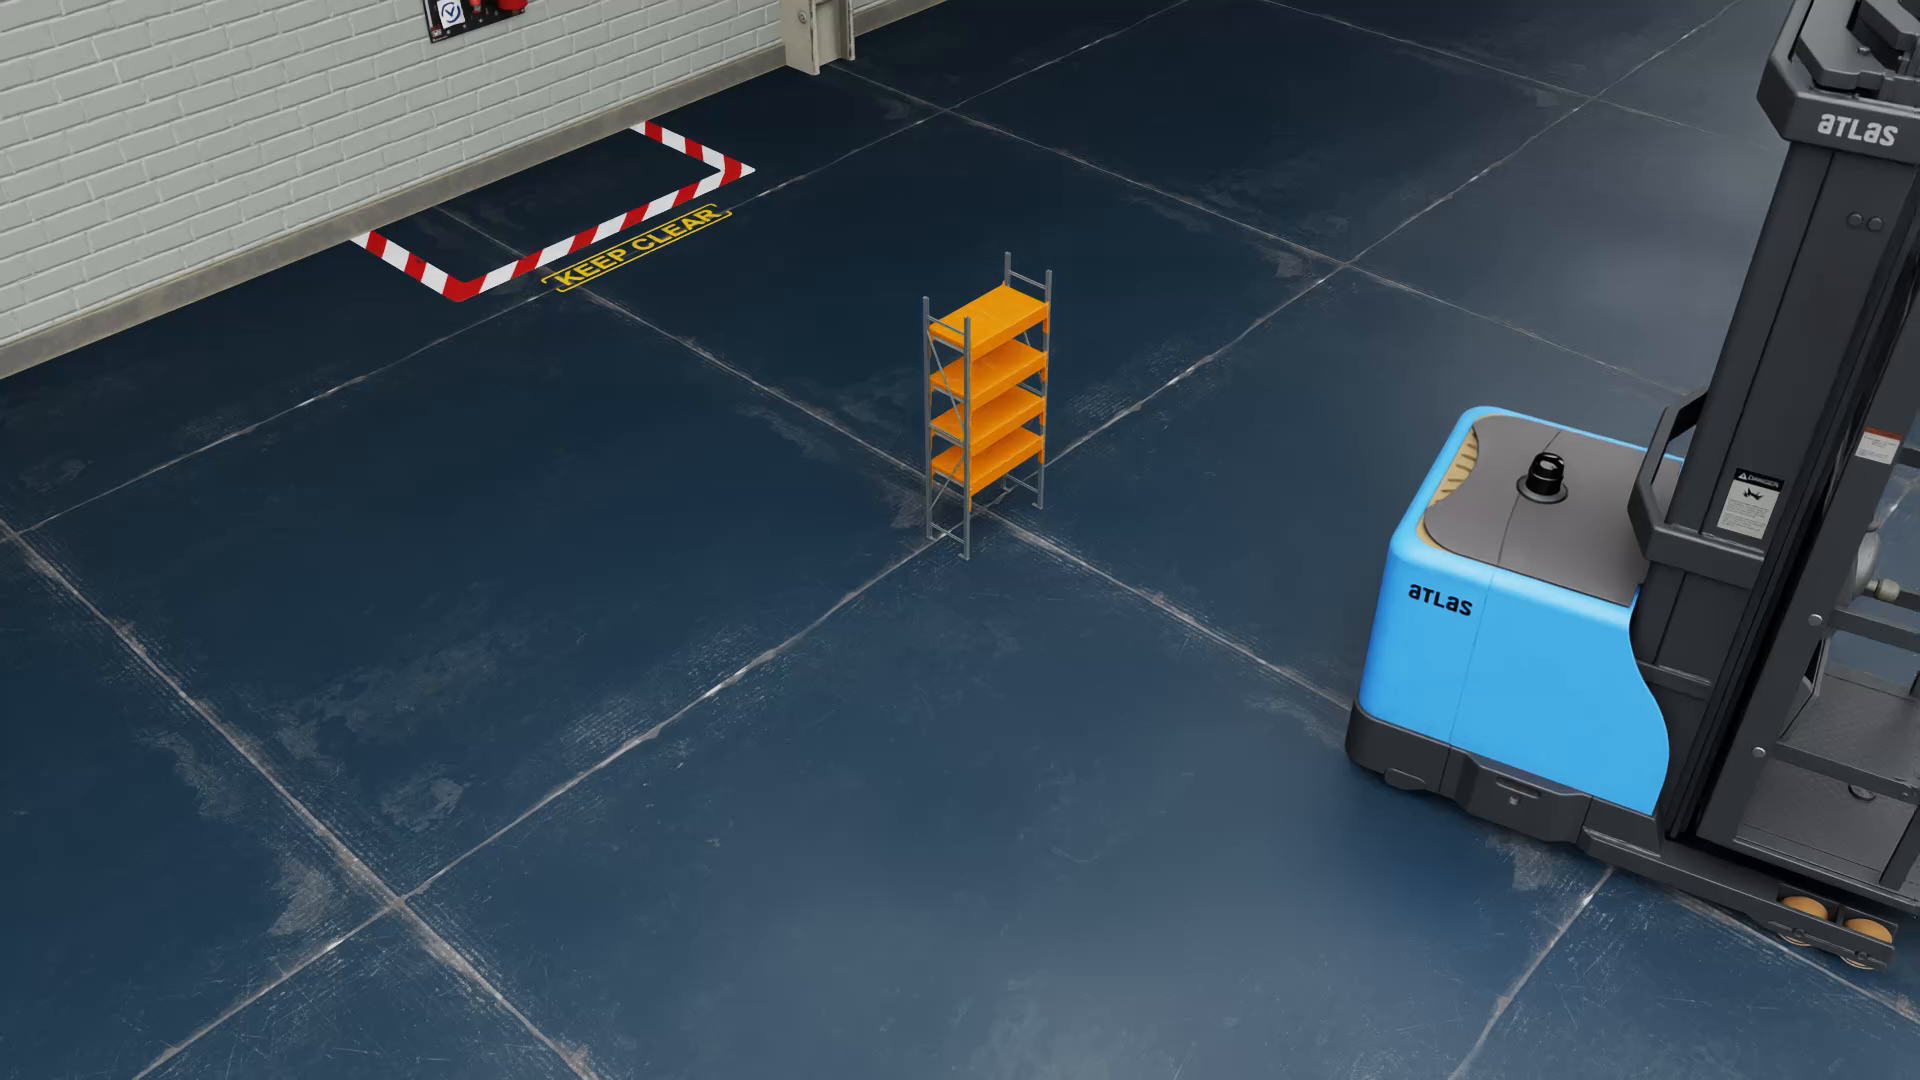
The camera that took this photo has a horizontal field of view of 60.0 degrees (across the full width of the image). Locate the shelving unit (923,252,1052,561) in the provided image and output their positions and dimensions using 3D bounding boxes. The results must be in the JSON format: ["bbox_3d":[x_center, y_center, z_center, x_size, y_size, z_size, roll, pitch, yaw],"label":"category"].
[{"bbox_3d":[0.112,-0.546,6.972,0.258,1.200,0.503,30,47,32],"label":"shelving unit"}]

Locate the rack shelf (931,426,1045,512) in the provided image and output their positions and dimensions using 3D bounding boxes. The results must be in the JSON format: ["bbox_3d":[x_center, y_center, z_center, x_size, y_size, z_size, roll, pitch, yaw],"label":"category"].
[{"bbox_3d":[0.112,-0.338,7.138,0.258,0.148,0.480,30,47,32],"label":"rack shelf"}]

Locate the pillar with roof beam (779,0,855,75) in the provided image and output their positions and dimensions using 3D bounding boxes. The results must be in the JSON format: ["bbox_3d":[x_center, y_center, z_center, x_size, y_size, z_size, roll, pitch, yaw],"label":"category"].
[{"bbox_3d":[2.217,-4.991,6.297,9.100,9.000,0.400,30,47,32],"label":"pillar with roof beam"}]

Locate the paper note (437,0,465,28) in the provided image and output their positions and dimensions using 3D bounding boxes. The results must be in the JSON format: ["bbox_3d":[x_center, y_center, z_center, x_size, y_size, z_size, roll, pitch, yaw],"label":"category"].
[{"bbox_3d":[-2.826,-2.934,9.238,0.016,0.148,0.142,30,47,32],"label":"paper note"}]

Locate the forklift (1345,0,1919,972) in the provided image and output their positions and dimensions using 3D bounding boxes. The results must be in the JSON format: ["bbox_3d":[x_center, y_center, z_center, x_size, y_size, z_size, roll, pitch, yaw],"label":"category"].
[{"bbox_3d":[2.967,-0.117,5.042,3.031,2.935,1.130,19,42,22],"label":"forklift"}]

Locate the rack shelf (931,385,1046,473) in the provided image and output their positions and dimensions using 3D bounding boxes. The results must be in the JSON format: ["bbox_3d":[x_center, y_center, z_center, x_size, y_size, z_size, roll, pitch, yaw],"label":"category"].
[{"bbox_3d":[0.112,-0.493,7.014,0.258,0.148,0.480,30,47,32],"label":"rack shelf"}]

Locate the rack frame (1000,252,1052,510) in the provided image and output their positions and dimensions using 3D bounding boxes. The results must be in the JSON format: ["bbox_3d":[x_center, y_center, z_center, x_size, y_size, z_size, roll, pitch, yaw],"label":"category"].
[{"bbox_3d":[0.276,-0.658,7.113,0.240,1.200,0.015,30,47,32],"label":"rack frame"}]

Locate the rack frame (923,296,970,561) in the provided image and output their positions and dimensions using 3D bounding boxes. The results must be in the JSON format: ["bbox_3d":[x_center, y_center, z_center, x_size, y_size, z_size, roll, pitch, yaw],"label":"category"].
[{"bbox_3d":[-0.053,-0.434,6.831,0.240,1.200,0.015,30,47,32],"label":"rack frame"}]

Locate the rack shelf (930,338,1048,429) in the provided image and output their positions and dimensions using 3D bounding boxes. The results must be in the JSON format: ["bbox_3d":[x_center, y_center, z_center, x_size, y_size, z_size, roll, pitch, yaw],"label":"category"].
[{"bbox_3d":[0.112,-0.668,6.875,0.258,0.148,0.480,30,47,32],"label":"rack shelf"}]

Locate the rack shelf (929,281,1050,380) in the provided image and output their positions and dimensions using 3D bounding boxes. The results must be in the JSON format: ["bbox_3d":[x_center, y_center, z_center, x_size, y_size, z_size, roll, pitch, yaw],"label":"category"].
[{"bbox_3d":[0.112,-0.853,6.728,0.258,0.148,0.480,30,47,32],"label":"rack shelf"}]

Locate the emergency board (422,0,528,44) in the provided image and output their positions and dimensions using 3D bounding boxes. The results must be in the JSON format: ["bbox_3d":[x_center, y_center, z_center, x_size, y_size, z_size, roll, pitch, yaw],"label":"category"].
[{"bbox_3d":[-2.656,-3.332,9.030,0.194,1.169,0.643,30,47,32],"label":"emergency board"}]
